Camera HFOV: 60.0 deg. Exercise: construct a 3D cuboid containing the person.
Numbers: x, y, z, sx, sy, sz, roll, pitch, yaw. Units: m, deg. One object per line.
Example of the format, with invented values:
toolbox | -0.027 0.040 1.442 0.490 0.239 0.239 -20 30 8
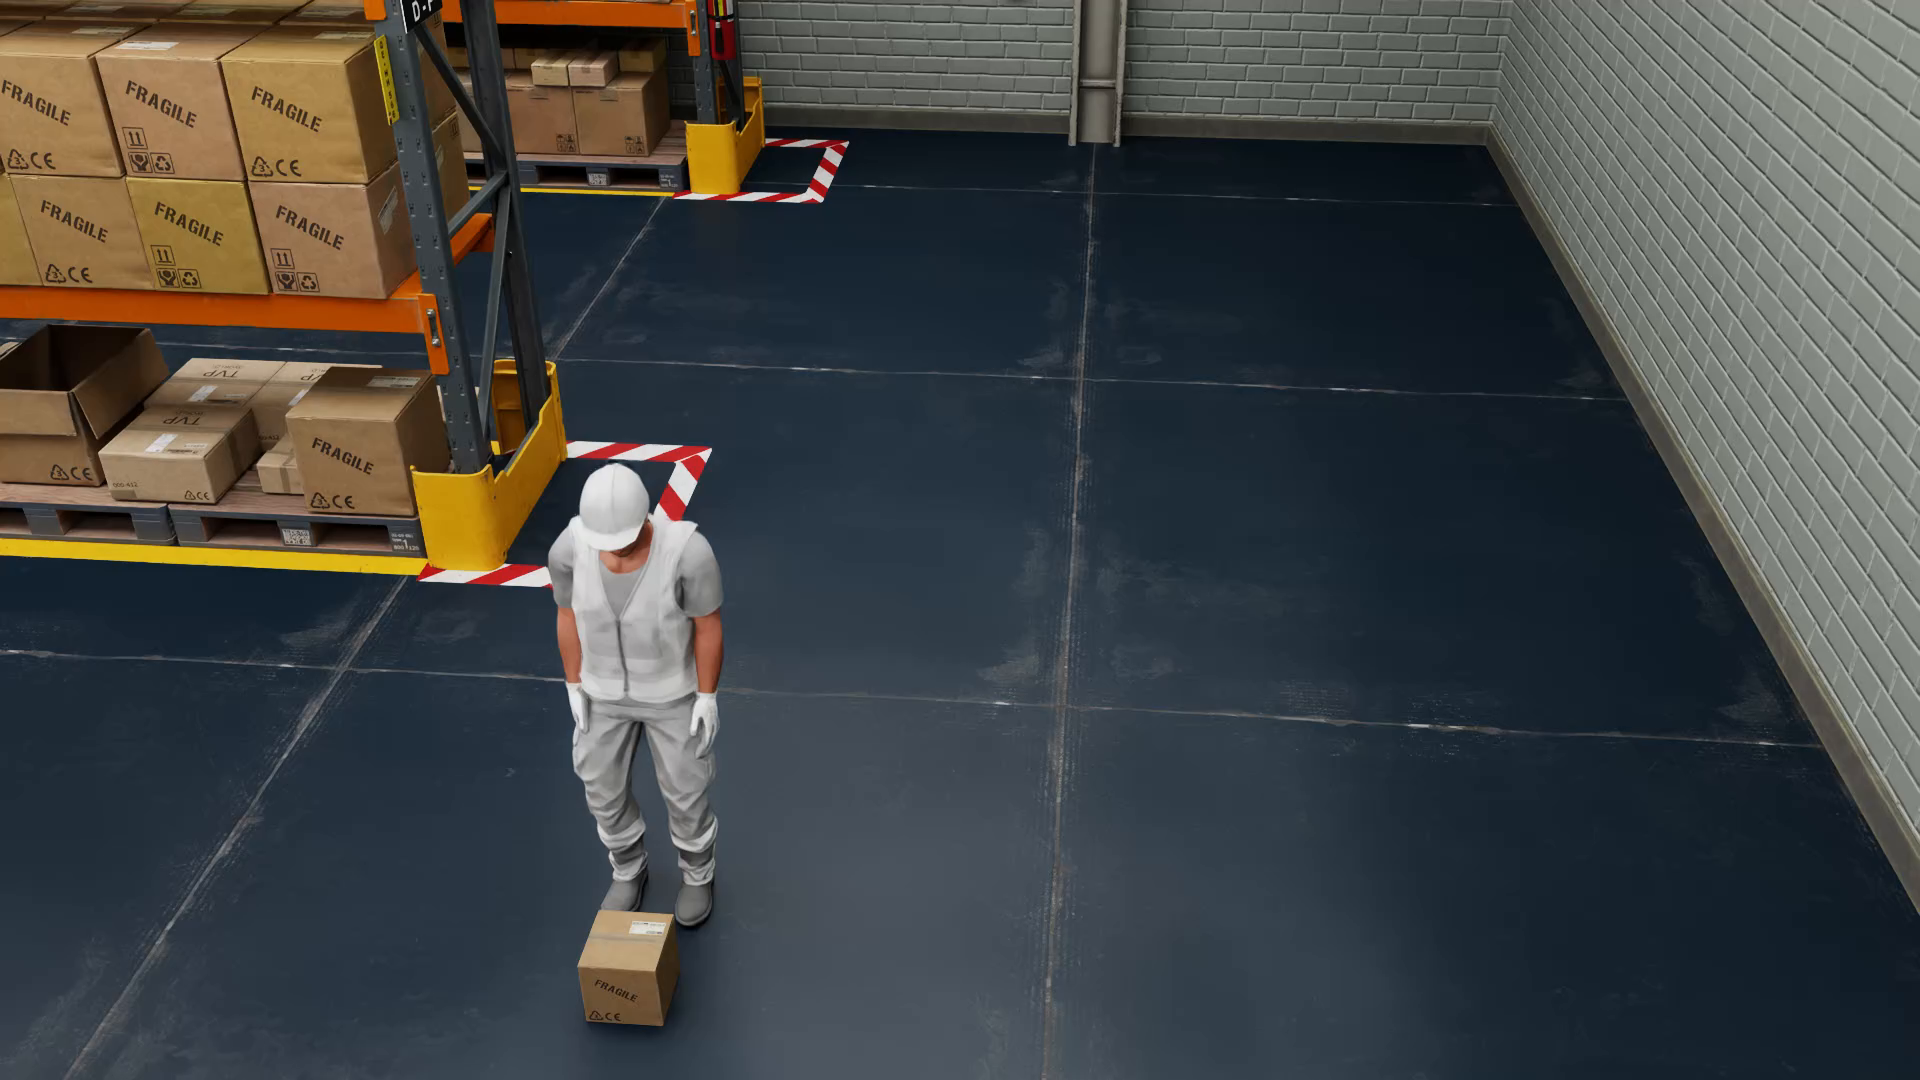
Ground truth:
person | -1.008 0.505 5.331 0.538 1.751 0.428 3 32 5
